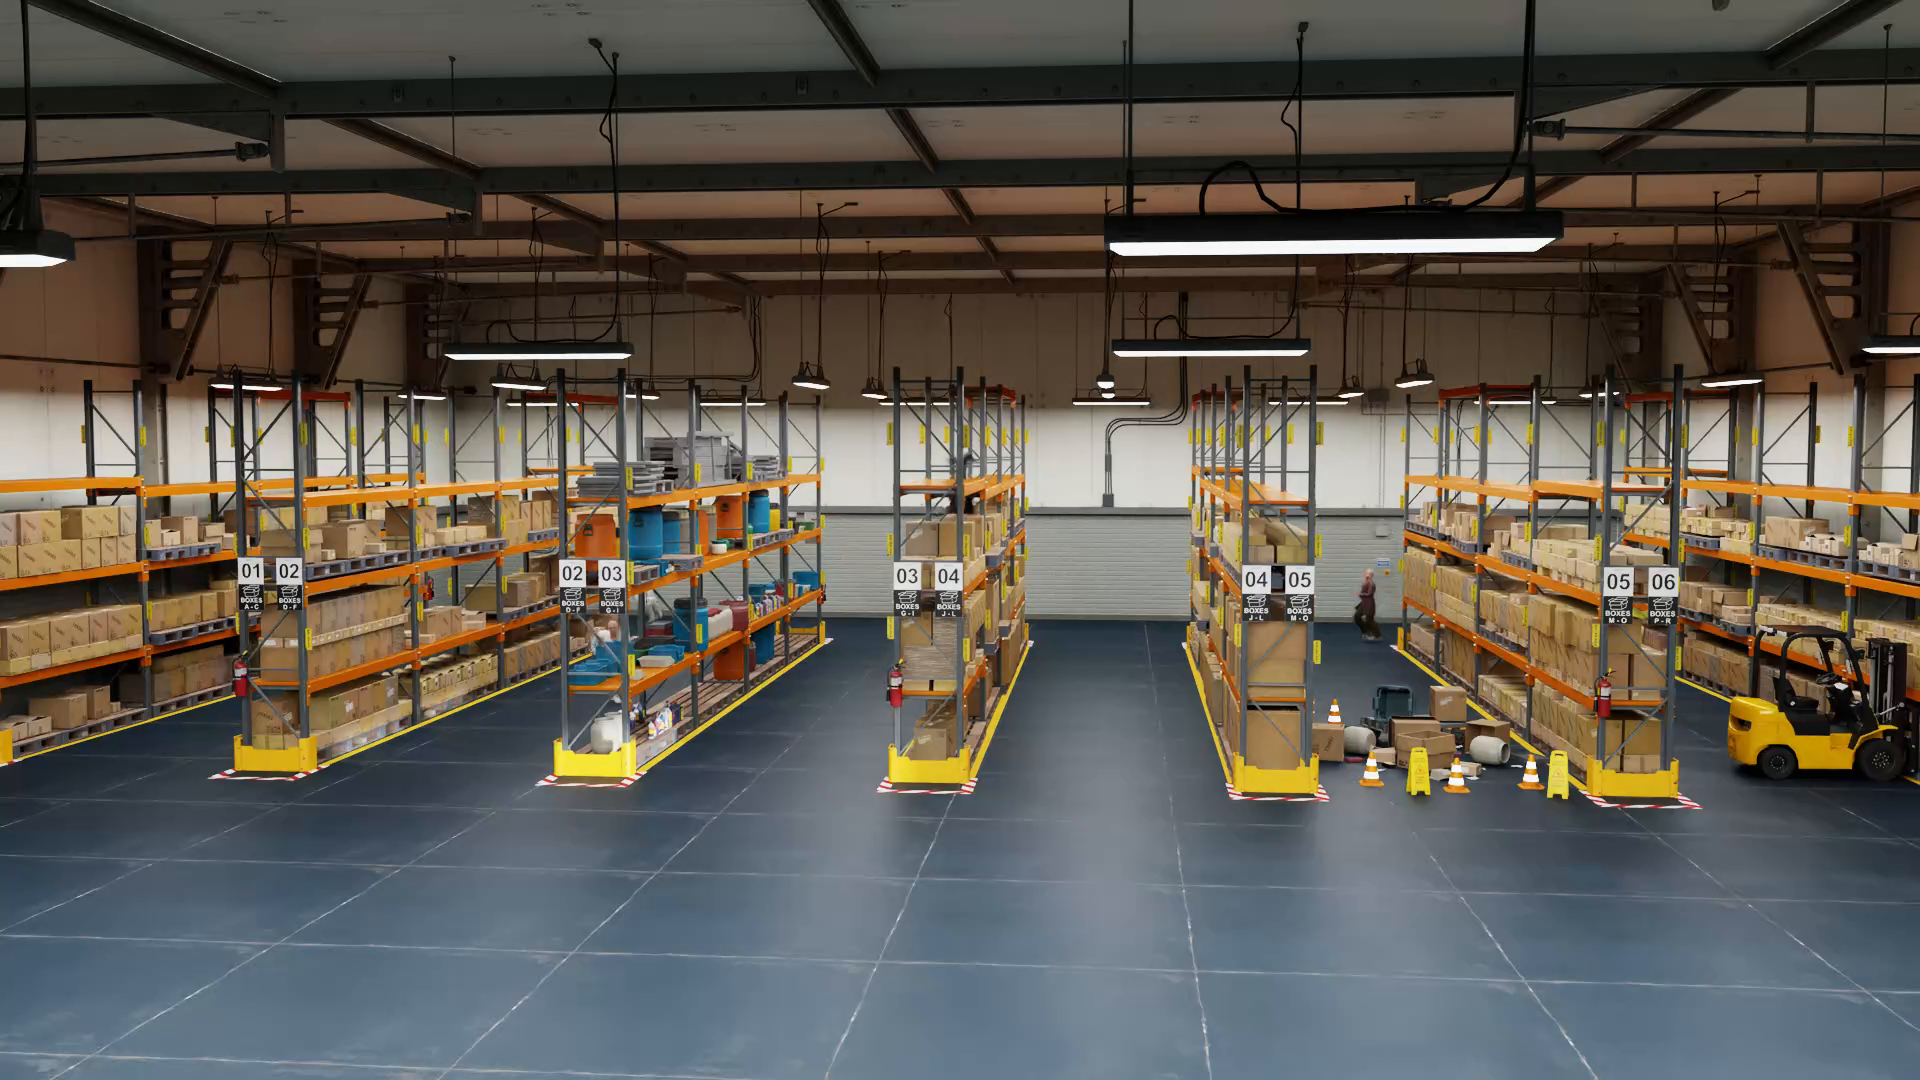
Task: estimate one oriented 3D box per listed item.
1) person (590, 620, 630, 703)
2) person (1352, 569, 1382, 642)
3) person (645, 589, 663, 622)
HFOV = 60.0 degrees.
[{"bbox_3d":[-6.537,2.276,31.125,0.744,1.599,0.867,-1,4,-9],"label":"person"},{"bbox_3d":[9.919,1.602,40.544,0.760,1.791,0.686,0,4,-2],"label":"person"},{"bbox_3d":[-7.773,1.601,41.832,0.514,1.590,0.696,3,4,35],"label":"person"}]
